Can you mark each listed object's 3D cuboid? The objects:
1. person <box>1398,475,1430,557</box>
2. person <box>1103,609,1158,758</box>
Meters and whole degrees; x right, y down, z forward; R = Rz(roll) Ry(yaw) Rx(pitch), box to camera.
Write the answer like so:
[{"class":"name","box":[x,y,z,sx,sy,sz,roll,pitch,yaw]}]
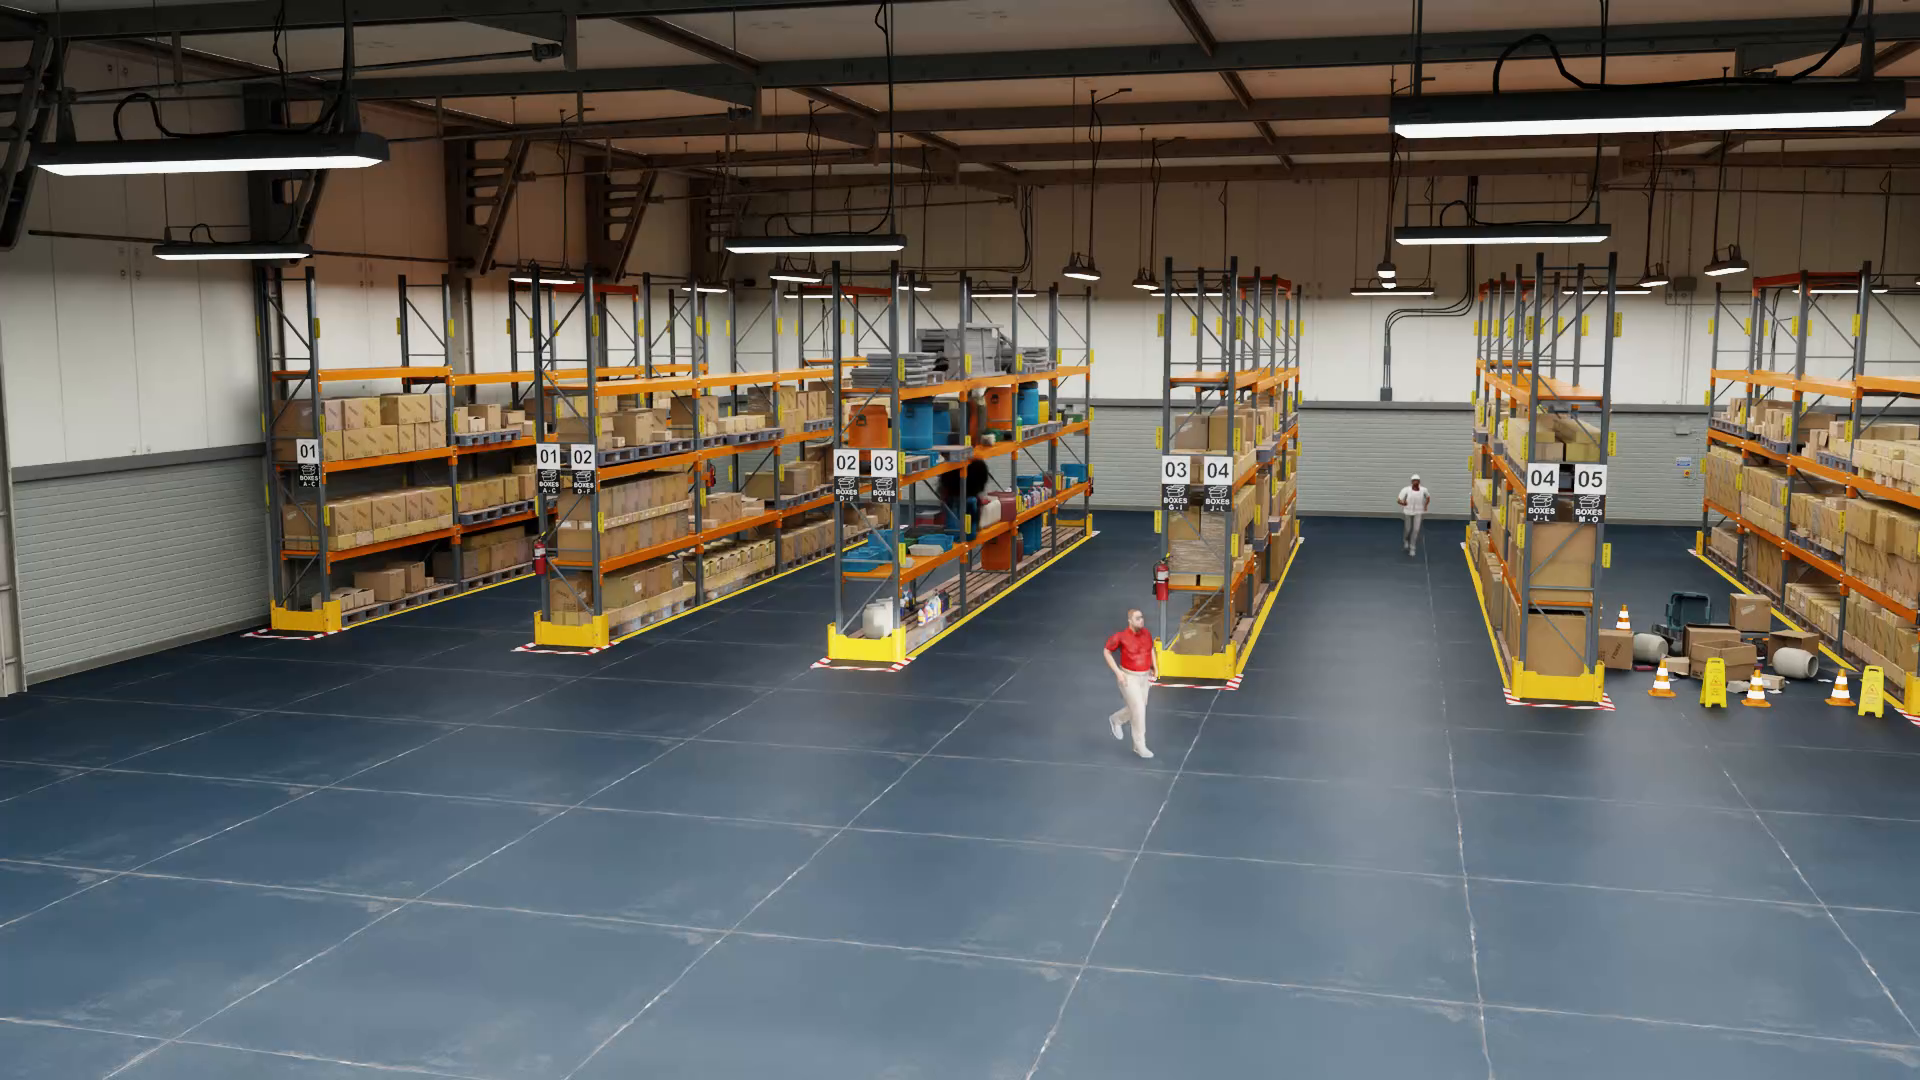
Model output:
[{"class":"person","box":[10.090,-0.567,36.995,0.707,1.784,0.959,1,7,11]},{"class":"person","box":[2.042,1.669,19.786,0.675,1.730,0.844,-6,9,-38]}]
